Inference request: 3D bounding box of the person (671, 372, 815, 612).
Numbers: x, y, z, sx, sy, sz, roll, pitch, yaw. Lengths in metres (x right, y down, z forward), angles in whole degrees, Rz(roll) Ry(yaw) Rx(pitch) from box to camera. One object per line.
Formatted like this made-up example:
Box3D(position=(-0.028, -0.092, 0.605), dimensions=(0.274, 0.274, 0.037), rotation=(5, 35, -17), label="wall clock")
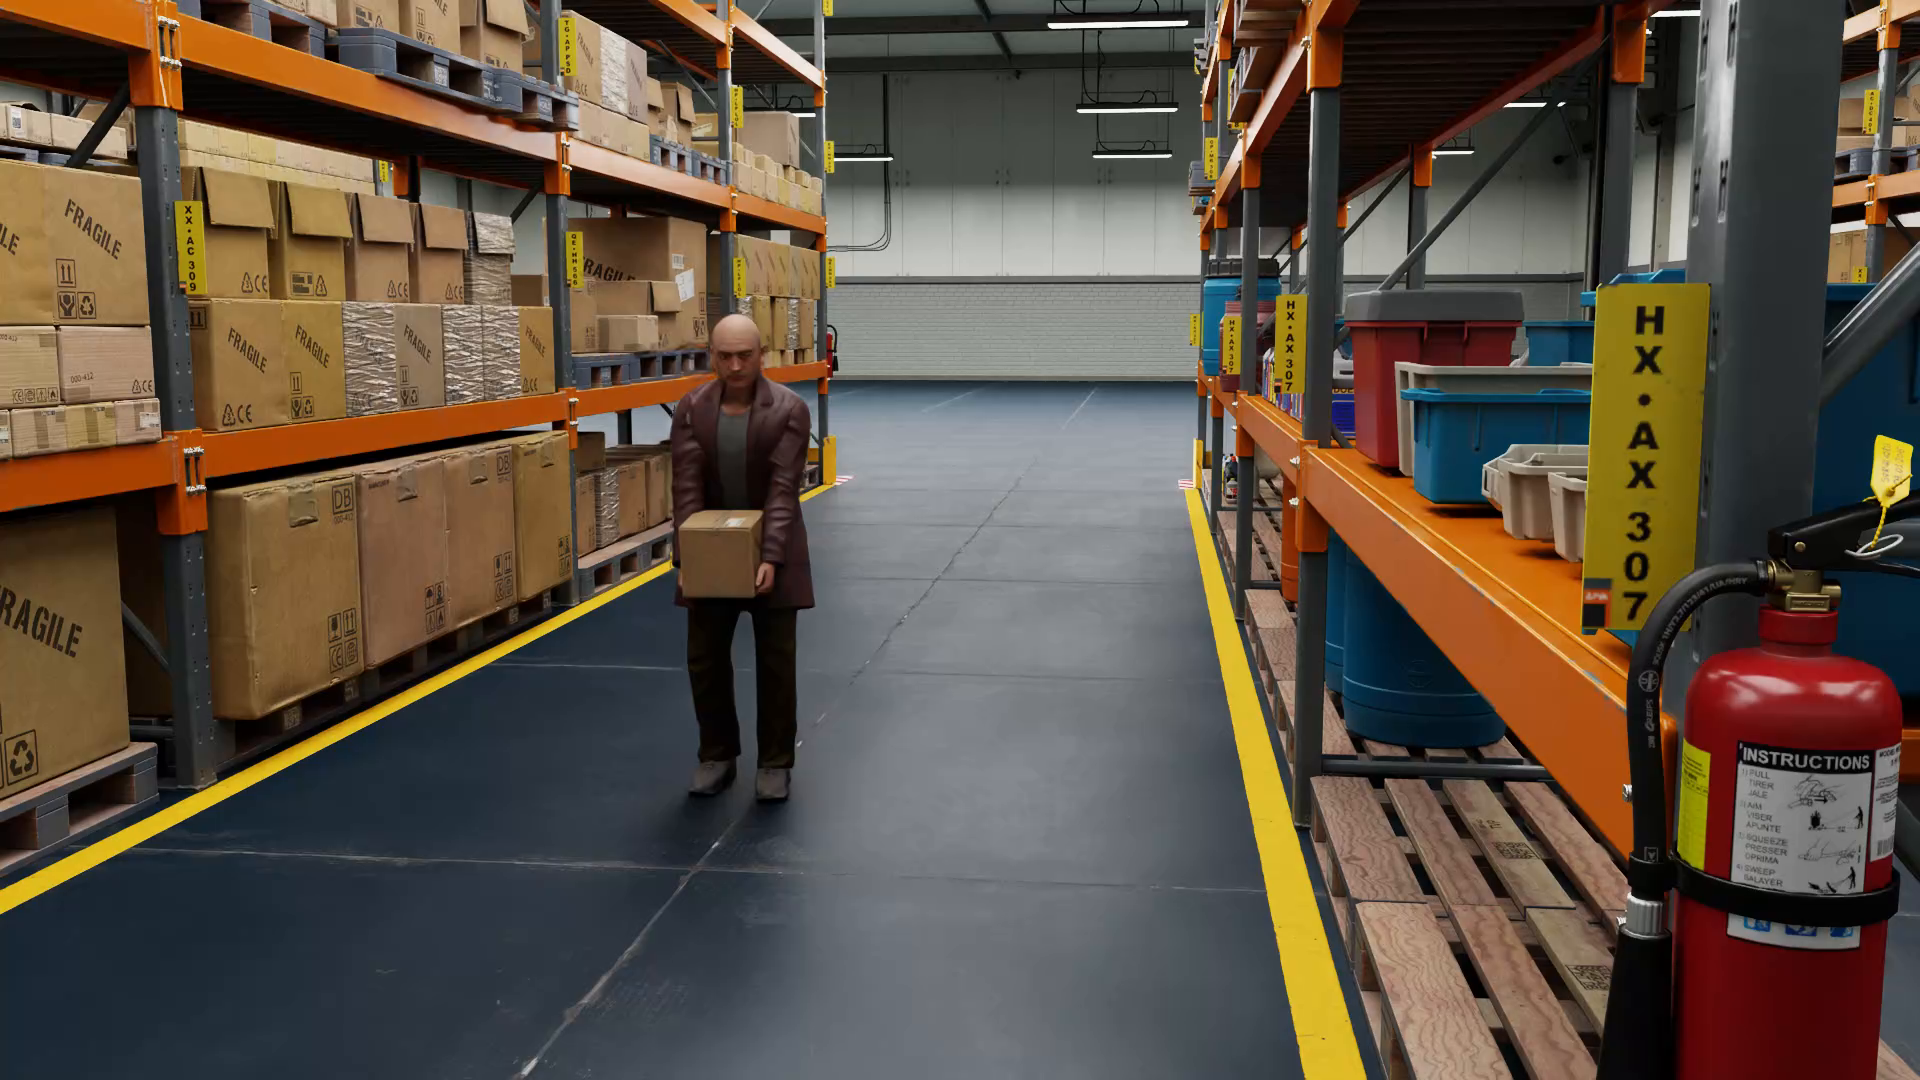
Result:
Box3D(position=(-0.796, -0.167, 6.002), dimensions=(0.533, 0.927, 0.526), rotation=(1, 7, 5), label="person")
